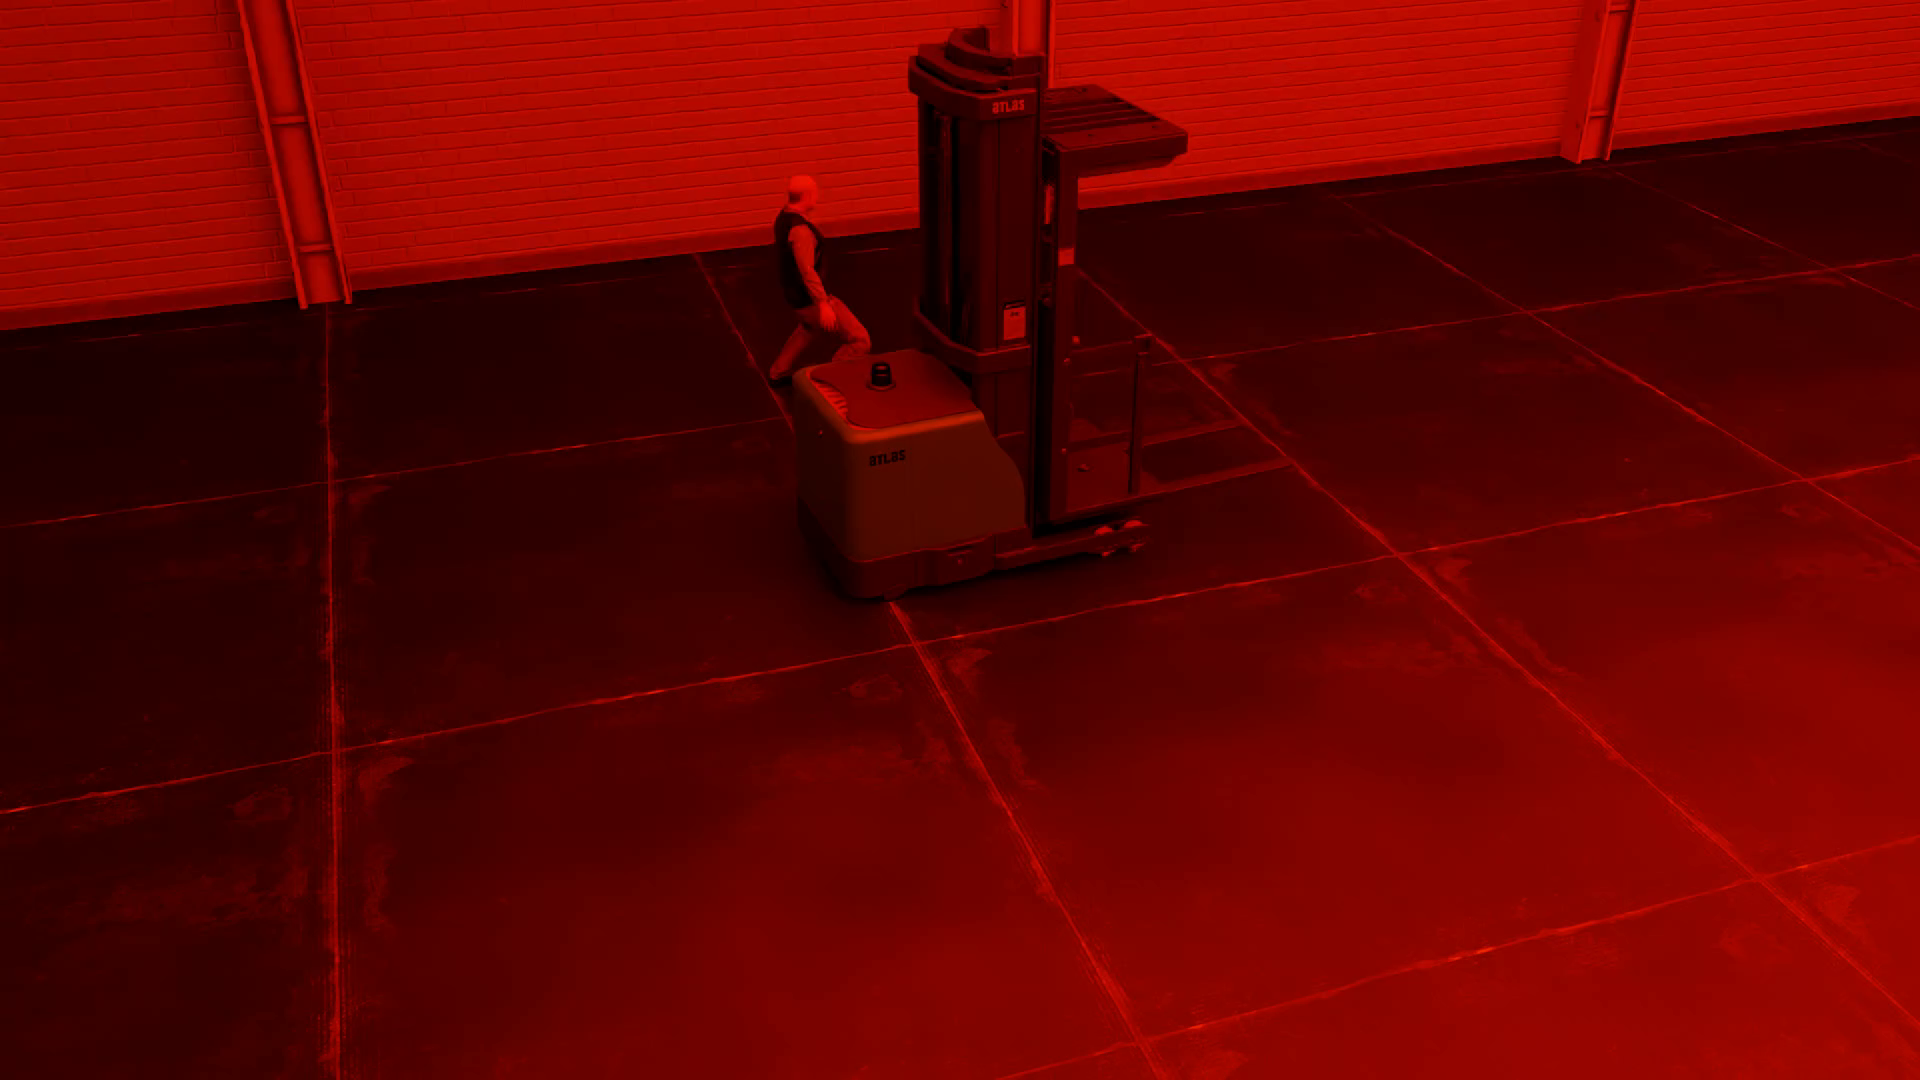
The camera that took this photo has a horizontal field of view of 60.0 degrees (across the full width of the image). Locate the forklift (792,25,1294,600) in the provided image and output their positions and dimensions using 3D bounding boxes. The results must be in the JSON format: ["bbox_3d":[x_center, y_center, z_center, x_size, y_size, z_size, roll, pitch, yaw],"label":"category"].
[{"bbox_3d":[0.578,-1.407,9.533,3.031,2.935,1.130,-12,32,-20],"label":"forklift"}]

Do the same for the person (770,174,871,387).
[{"bbox_3d":[-1.000,-1.727,11.424,0.630,1.581,0.925,-8,31,-14],"label":"person"}]
